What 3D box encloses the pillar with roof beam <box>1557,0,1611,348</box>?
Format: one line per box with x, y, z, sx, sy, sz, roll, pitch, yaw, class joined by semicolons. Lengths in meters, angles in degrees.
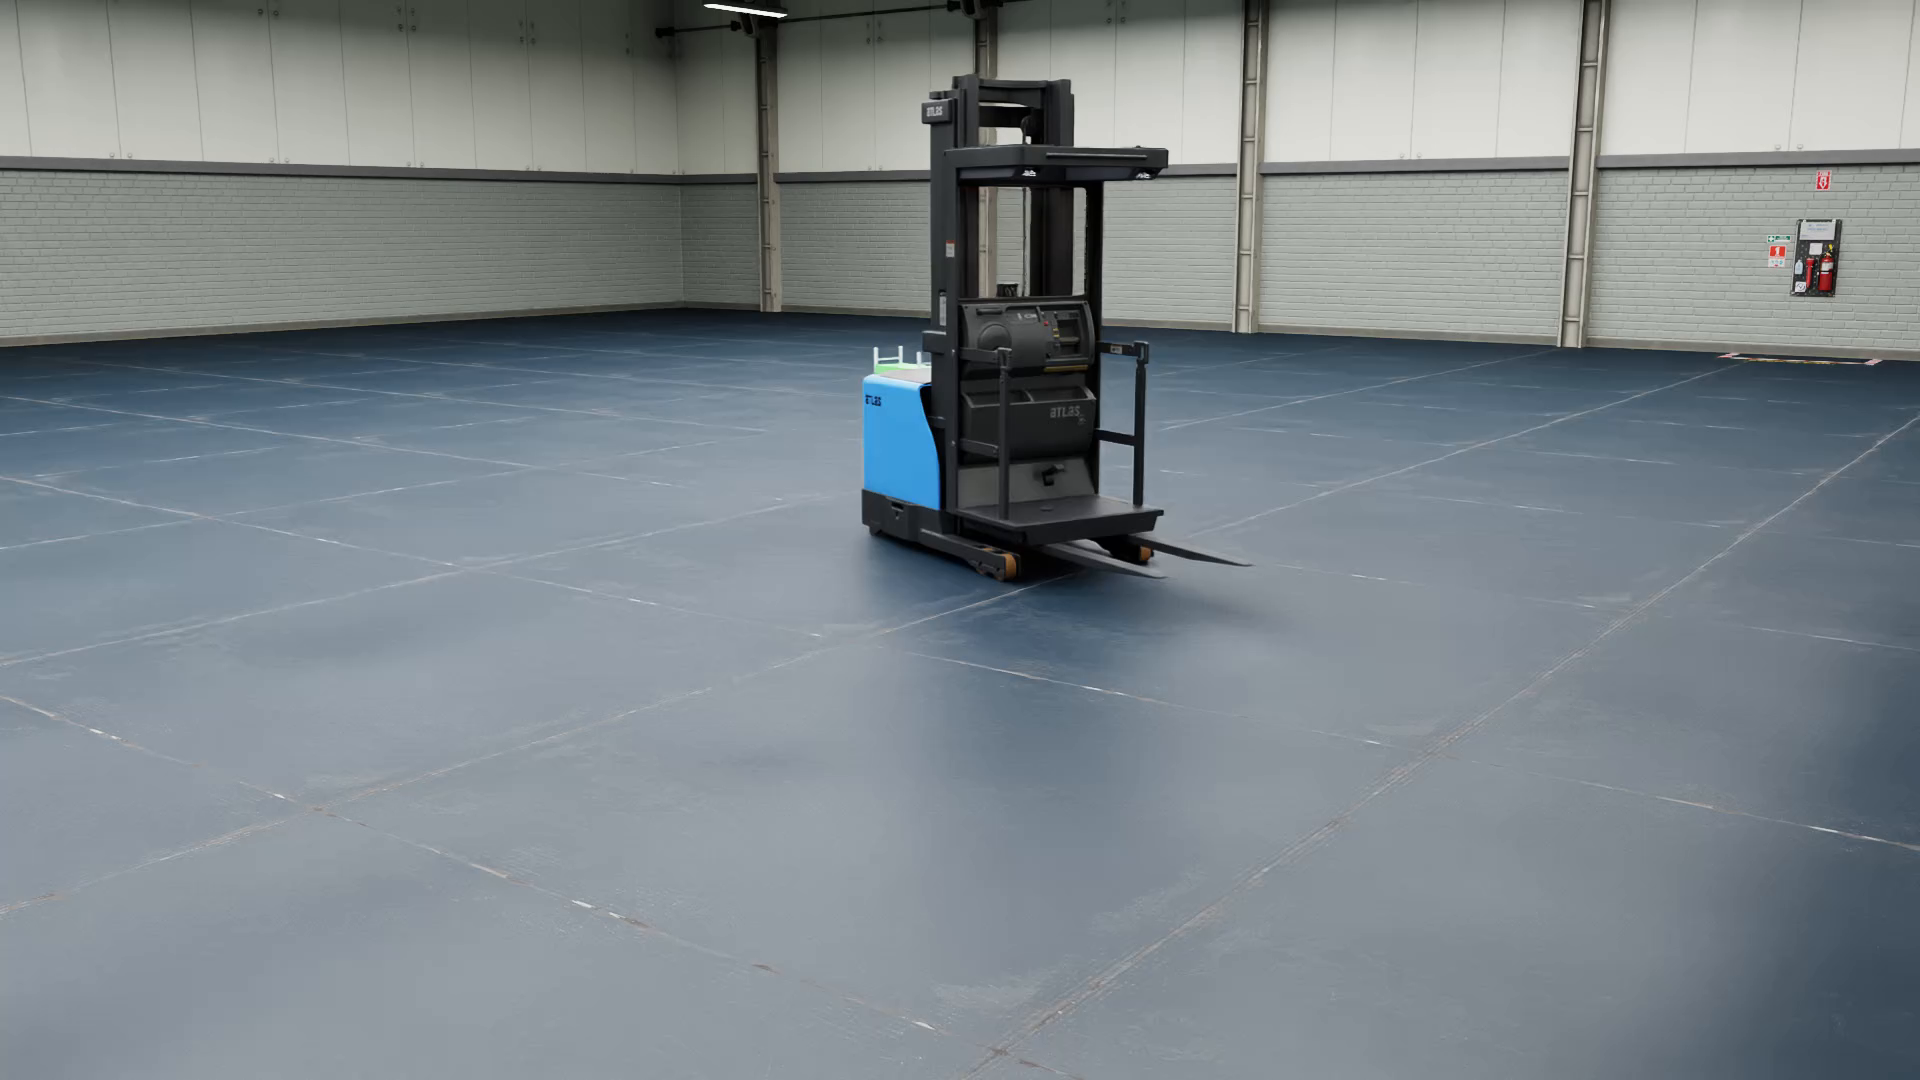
7.631;-6.978;23.407;0.400;9.000;9.100;8;13;36;pillar with roof beam

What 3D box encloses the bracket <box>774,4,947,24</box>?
-2.128;-11.037;34.913;4.783;0.066;0.076;8;13;36;bracket

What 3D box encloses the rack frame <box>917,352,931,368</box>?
-0.196;-0.710;11.538;0.240;1.200;0.015;-9;14;-39;rack frame

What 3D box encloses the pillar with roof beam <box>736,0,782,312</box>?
-6.877;-9.002;33.868;0.548;9.000;9.100;8;13;36;pillar with roof beam

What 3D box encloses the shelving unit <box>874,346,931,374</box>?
-0.353;-0.745;11.722;0.258;1.200;0.503;-9;14;-39;shelving unit

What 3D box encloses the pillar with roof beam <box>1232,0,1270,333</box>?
2.795;-7.653;26.894;0.400;9.000;9.100;8;13;36;pillar with roof beam

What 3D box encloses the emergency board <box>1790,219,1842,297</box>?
13.046;-4.301;25.363;0.643;1.169;0.194;8;13;36;emergency board

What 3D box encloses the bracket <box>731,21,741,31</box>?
-4.874;-11.420;36.893;0.430;0.232;0.235;8;13;36;bracket

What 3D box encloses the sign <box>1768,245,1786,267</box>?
12.661;-4.396;25.763;0.234;0.329;0.001;8;13;36;sign

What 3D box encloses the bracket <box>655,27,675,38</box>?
-6.784;-11.687;38.270;0.430;0.232;0.235;8;13;36;bracket

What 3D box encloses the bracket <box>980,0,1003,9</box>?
0.632;-10.652;32.924;0.430;0.232;0.235;8;13;36;bracket

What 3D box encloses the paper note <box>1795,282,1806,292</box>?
12.944;-3.899;25.605;0.142;0.148;0.016;8;13;36;paper note

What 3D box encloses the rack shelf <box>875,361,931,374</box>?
-0.353;-1.154;11.643;0.258;0.148;0.480;-9;14;-39;rack shelf

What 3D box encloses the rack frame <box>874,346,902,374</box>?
-0.509;-0.781;11.905;0.240;1.200;0.015;-9;14;-39;rack frame

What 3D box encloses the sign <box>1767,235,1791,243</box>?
12.660;-4.655;25.703;0.331;0.109;0.001;8;13;36;sign

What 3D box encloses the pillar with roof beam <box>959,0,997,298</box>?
-2.041;-8.327;30.381;0.548;9.000;9.100;8;13;36;pillar with roof beam

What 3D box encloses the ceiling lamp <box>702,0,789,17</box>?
-4.151;-11.333;30.549;0.800;3.185;2.000;8;13;36;ceiling lamp

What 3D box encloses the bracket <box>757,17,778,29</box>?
-4.205;-11.327;36.411;0.430;0.232;0.235;8;13;36;bracket

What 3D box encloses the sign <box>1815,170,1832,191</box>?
13.098;-5.455;25.227;0.199;0.298;0.001;8;13;36;sign

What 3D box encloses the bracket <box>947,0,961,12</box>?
-0.038;-10.746;33.406;0.430;0.232;0.235;8;13;36;bracket

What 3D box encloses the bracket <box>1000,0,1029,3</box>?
2.708;-10.363;31.426;4.783;0.066;0.076;8;13;36;bracket

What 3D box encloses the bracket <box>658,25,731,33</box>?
-6.308;-11.620;37.927;3.189;0.066;0.076;8;13;36;bracket

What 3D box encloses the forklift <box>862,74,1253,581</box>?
0.539;-1.298;10.024;1.130;2.935;3.031;-7;13;-31;forklift
